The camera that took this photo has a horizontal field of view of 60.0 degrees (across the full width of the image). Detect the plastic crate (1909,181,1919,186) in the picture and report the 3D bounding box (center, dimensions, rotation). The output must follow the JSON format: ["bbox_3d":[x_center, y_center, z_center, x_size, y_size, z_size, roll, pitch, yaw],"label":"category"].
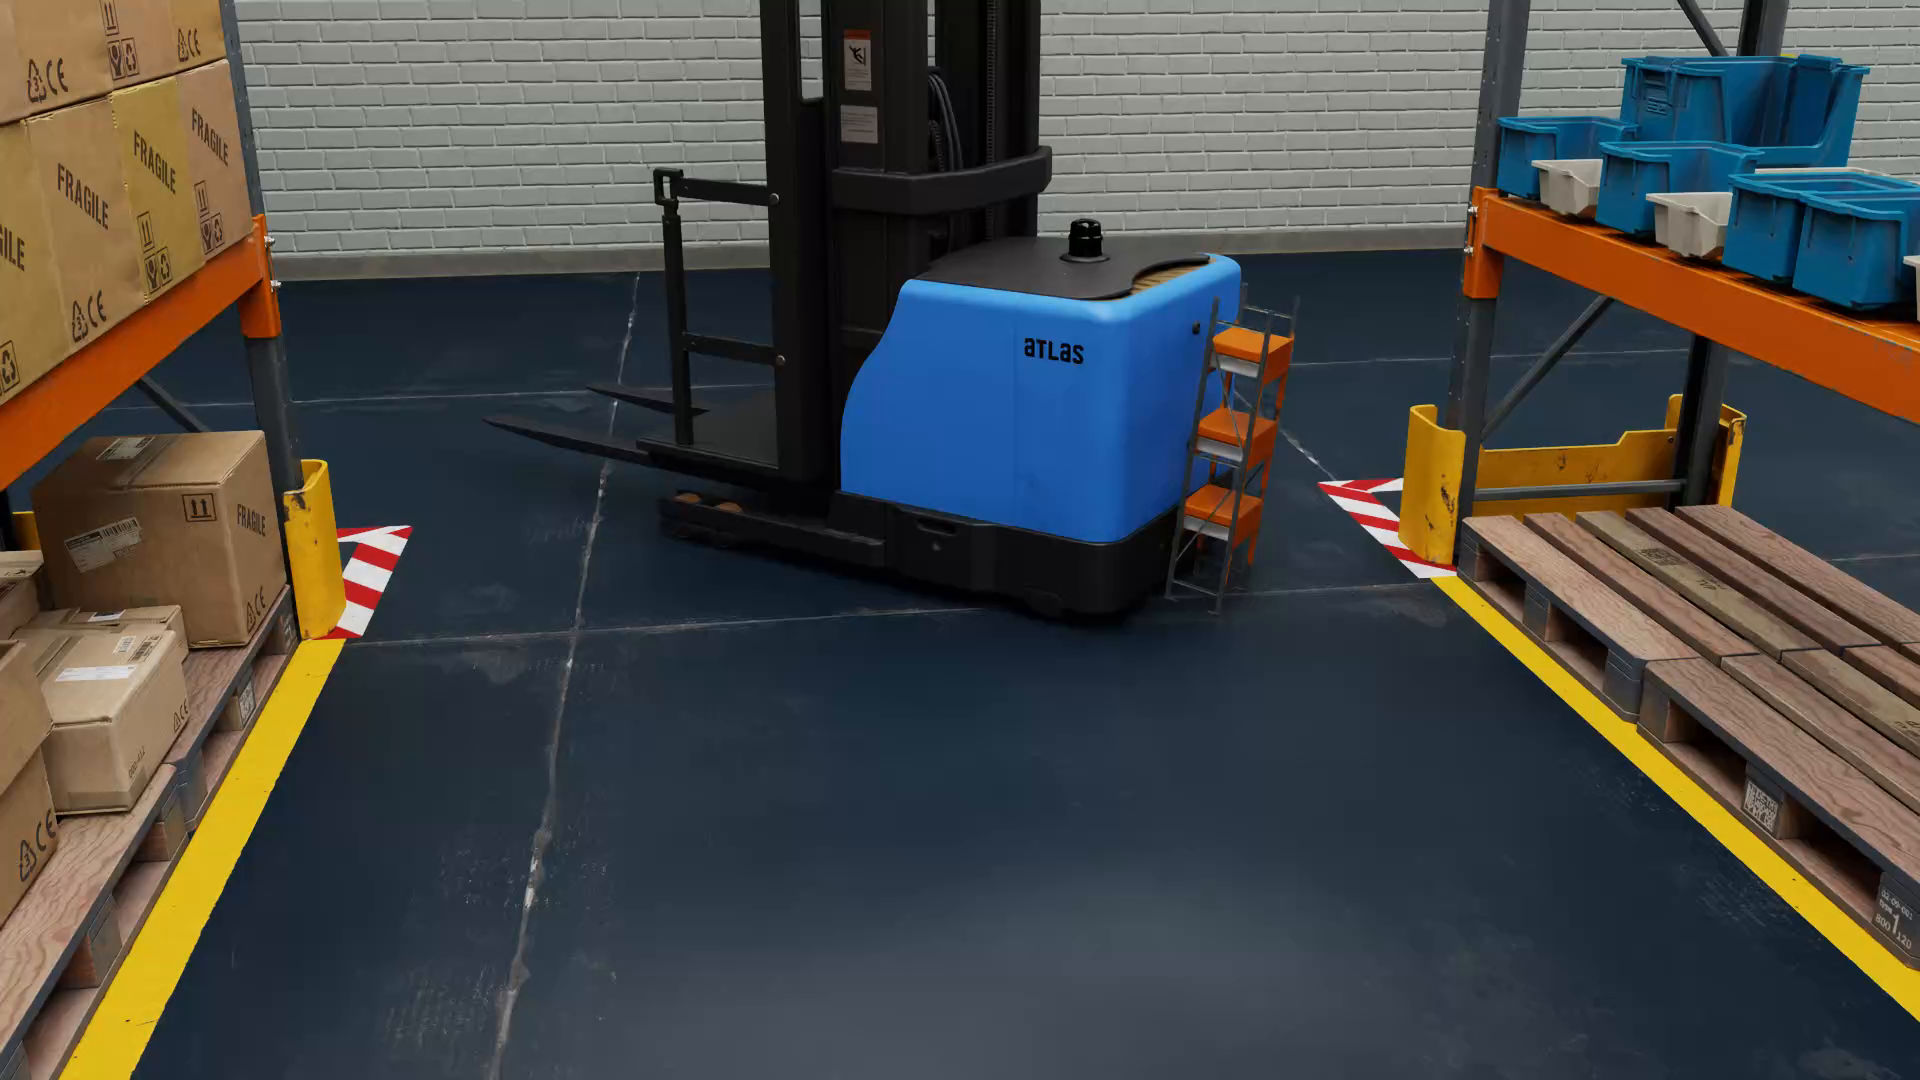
[{"bbox_3d":[2.577,-0.922,4.690,0.396,0.136,0.243,-3,21,-8],"label":"plastic crate"}]

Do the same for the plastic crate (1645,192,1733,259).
[{"bbox_3d":[2.025,-0.845,4.481,0.250,0.136,0.298,-3,21,-8],"label":"plastic crate"}]

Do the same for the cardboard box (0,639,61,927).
[{"bbox_3d":[-2.349,0.554,3.384,0.797,0.503,0.637,-3,21,-8],"label":"cardboard box"}]

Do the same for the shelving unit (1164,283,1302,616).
[{"bbox_3d":[0.891,-0.290,5.464,0.215,1.050,0.252,18,27,25],"label":"shelving unit"}]

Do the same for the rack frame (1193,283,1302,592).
[{"bbox_3d":[0.953,-0.327,5.563,0.200,1.050,0.008,18,27,25],"label":"rack frame"}]

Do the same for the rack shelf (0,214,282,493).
[{"bbox_3d":[-2.361,-0.114,3.263,1.077,0.370,4.000,-3,21,-8],"label":"rack shelf"}]

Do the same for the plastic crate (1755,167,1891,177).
[{"bbox_3d":[2.549,-1.024,4.961,0.396,0.136,0.243,-3,21,-8],"label":"plastic crate"}]

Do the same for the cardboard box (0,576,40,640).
[{"bbox_3d":[-2.780,0.314,4.389,0.500,0.250,0.500,-3,21,-8],"label":"cardboard box"}]

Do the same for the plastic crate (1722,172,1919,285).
[{"bbox_3d":[2.152,-0.784,4.181,0.416,0.233,0.300,-3,21,-8],"label":"plastic crate"}]

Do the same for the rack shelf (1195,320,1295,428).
[{"bbox_3d":[0.918,-0.539,5.354,0.215,0.259,0.240,18,27,25],"label":"rack shelf"}]

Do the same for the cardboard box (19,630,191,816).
[{"bbox_3d":[-2.220,0.445,4.040,0.500,0.250,0.500,-3,21,-8],"label":"cardboard box"}]

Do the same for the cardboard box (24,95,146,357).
[{"bbox_3d":[-2.171,-0.697,3.651,0.500,0.500,0.500,-3,21,-7],"label":"cardboard box"}]

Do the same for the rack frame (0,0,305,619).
[{"bbox_3d":[-2.649,-1.144,4.991,1.000,3.000,0.127,-3,21,-8],"label":"rack frame"}]

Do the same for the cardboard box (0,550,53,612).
[{"bbox_3d":[-2.929,0.148,4.978,0.380,0.149,0.250,-3,21,-8],"label":"cardboard box"}]

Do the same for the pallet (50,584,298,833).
[{"bbox_3d":[-2.523,0.465,4.670,1.003,0.211,1.213,-3,21,-8],"label":"pallet"}]

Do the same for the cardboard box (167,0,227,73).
[{"bbox_3d":[-2.313,-1.519,4.423,0.500,0.500,0.500,-3,21,-8],"label":"cardboard box"}]

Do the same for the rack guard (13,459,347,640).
[{"bbox_3d":[-2.638,0.054,5.358,1.175,0.500,0.348,-3,21,-8],"label":"rack guard"}]

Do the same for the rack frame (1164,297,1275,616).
[{"bbox_3d":[0.829,-0.253,5.365,0.200,1.050,0.008,18,27,25],"label":"rack frame"}]

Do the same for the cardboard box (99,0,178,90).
[{"bbox_3d":[-2.239,-1.344,3.955,0.500,0.500,0.500,-2,21,-6],"label":"cardboard box"}]

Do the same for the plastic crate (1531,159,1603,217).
[{"bbox_3d":[1.927,-1.079,5.110,0.250,0.136,0.298,-3,21,-8],"label":"plastic crate"}]

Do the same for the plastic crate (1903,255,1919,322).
[{"bbox_3d":[2.281,-0.500,3.558,0.293,0.136,0.466,-3,21,-8],"label":"plastic crate"}]

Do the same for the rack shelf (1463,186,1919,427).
[{"bbox_3d":[2.541,-0.363,3.928,1.077,0.370,4.000,-3,21,-8],"label":"rack shelf"}]

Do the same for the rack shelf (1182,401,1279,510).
[{"bbox_3d":[0.890,-0.281,5.468,0.215,0.259,0.240,18,27,25],"label":"rack shelf"}]

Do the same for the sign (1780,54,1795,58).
[{"bbox_3d":[2.795,-1.502,5.717,0.100,0.325,0.005,-3,21,-8],"label":"sign"}]

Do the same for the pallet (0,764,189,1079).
[{"bbox_3d":[-2.350,0.887,3.541,1.003,0.211,1.213,-3,21,-8],"label":"pallet"}]

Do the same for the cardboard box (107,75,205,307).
[{"bbox_3d":[-2.237,-0.870,4.115,0.500,0.500,0.500,-3,21,-7],"label":"cardboard box"}]

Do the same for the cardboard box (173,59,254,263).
[{"bbox_3d":[-2.315,-1.049,4.595,0.500,0.500,0.500,-2,21,-6],"label":"cardboard box"}]

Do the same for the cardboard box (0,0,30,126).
[{"bbox_3d":[-2.086,-0.987,2.999,0.500,0.500,0.500,-2,21,-6],"label":"cardboard box"}]

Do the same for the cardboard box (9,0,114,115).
[{"bbox_3d":[-2.160,-1.165,3.475,0.500,0.500,0.500,-2,21,-6],"label":"cardboard box"}]

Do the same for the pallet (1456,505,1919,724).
[{"bbox_3d":[2.333,0.202,5.375,1.003,0.211,1.213,-3,21,-8],"label":"pallet"}]

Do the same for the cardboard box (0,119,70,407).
[{"bbox_3d":[-2.098,-0.522,3.184,0.500,0.500,0.500,-3,21,-9],"label":"cardboard box"}]

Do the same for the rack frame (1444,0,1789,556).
[{"bbox_3d":[2.253,-1.392,5.656,1.000,3.000,0.127,-3,21,-8],"label":"rack frame"}]

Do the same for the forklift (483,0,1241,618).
[{"bbox_3d":[-0.528,-1.488,6.011,3.031,2.935,1.130,12,24,30],"label":"forklift"}]

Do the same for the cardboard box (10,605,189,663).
[{"bbox_3d":[-2.358,0.298,4.551,0.380,0.166,0.250,-3,21,-8],"label":"cardboard box"}]

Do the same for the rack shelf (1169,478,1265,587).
[{"bbox_3d":[0.863,-0.028,5.580,0.215,0.259,0.240,18,27,25],"label":"rack shelf"}]

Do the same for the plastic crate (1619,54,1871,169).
[{"bbox_3d":[2.486,-1.330,5.355,0.616,0.435,0.499,-3,21,-8],"label":"plastic crate"}]

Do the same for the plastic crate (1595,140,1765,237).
[{"bbox_3d":[2.057,-1.012,4.792,0.416,0.233,0.300,-3,21,-8],"label":"plastic crate"}]

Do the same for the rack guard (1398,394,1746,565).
[{"bbox_3d":[2.236,-0.229,6.114,1.175,0.500,0.348,-3,21,-8],"label":"rack guard"}]

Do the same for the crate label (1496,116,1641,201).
[{"bbox_3d":[1.963,-1.240,5.402,0.416,0.233,0.303,-3,21,-8],"label":"crate label"}]

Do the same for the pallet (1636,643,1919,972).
[{"bbox_3d":[2.506,0.623,4.246,1.003,0.211,1.213,-3,21,-8],"label":"pallet"}]

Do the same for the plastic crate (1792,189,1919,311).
[{"bbox_3d":[2.196,-0.680,3.903,0.416,0.233,0.300,-3,21,-8],"label":"plastic crate"}]

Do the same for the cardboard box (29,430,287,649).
[{"bbox_3d":[-2.327,-0.003,4.881,0.500,0.500,0.500,-3,21,-8],"label":"cardboard box"}]
